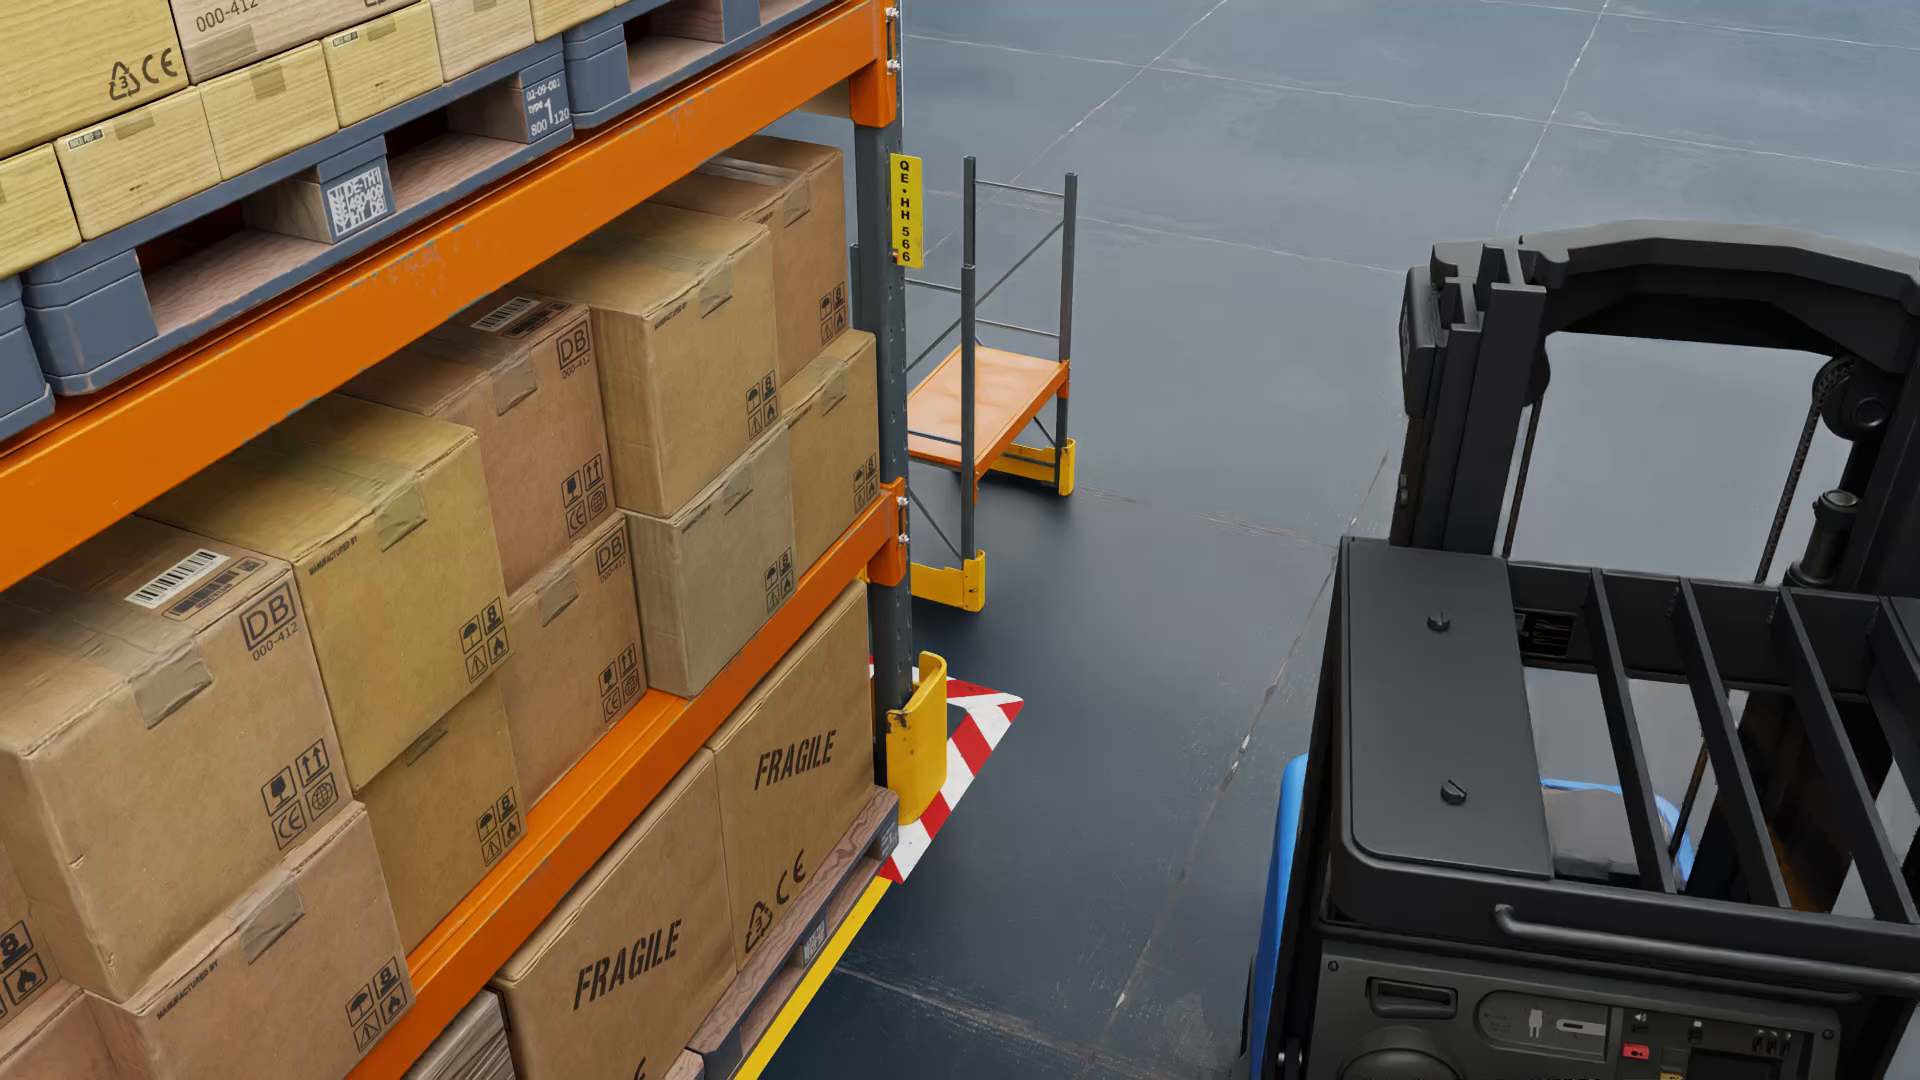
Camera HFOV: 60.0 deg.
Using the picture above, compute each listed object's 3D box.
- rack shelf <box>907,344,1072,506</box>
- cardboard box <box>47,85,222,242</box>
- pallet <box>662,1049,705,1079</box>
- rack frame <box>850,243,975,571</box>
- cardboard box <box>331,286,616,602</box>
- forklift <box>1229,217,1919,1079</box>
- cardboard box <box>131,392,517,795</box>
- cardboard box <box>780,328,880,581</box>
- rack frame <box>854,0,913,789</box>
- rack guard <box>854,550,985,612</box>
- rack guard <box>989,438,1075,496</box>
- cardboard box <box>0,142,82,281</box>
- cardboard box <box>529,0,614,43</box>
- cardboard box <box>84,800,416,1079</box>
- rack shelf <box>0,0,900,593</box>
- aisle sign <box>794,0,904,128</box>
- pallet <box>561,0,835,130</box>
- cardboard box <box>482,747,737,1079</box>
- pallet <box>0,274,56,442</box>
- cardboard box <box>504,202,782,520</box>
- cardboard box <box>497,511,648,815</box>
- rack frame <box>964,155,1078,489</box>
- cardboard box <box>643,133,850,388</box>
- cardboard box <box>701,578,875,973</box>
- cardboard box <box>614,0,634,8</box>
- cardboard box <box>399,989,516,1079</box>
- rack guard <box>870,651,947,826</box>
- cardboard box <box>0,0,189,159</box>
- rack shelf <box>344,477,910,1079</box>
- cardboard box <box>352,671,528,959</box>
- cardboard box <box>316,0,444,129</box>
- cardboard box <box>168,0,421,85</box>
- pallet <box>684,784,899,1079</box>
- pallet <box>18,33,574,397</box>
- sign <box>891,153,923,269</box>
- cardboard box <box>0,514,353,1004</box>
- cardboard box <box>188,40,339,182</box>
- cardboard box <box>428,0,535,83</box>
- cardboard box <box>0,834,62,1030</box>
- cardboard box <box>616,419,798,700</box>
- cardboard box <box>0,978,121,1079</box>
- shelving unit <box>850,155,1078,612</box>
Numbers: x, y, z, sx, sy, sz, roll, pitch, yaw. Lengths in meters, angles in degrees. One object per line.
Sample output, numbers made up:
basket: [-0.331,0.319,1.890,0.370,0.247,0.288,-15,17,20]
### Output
rack shelf: [0.036,-0.519,7.002,0.538,0.185,1.000,14,36,20]
cardboard box: [-1.319,-0.575,2.411,0.380,0.149,0.250,14,36,21]
pallet: [-1.413,1.725,4.427,1.003,0.211,1.213,14,36,20]
rack frame: [-0.177,-0.416,6.517,0.500,1.500,0.032,14,36,20]
cardboard box: [-1.332,-0.258,3.787,0.875,0.550,0.550,14,36,20]
forklift: [1.099,1.068,2.948,1.130,2.935,3.031,6,34,9]
cardboard box: [-1.436,0.035,3.339,0.875,0.550,0.500,14,36,20]
cardboard box: [-0.752,-0.330,4.881,0.875,0.550,0.550,14,36,20]
rack frame: [-0.638,-0.463,5.220,1.000,3.000,0.127,14,36,20]
rack guard: [-0.176,0.106,6.861,0.587,0.250,0.087,14,36,20]
rack guard: [0.240,-0.391,7.618,0.587,0.250,0.087,14,36,20]
cardboard box: [-1.426,-0.448,2.217,0.380,0.149,0.250,14,36,20]
cardboard box: [-0.895,-1.079,3.180,0.380,0.149,0.250,14,36,20]
cardboard box: [-1.626,0.759,3.220,0.875,0.550,0.550,14,36,20]
rack shelf: [-1.475,-0.420,3.076,1.077,0.370,4.000,14,36,20]
aisle sign: [-0.336,-1.516,4.456,0.394,0.787,0.004,14,36,20]
pallet: [-0.939,-1.308,3.855,1.003,0.211,1.213,14,36,20]
cardboard box: [-1.228,1.042,4.481,0.875,0.875,0.875,14,36,20]
pallet: [-1.960,-0.093,2.002,1.003,0.211,1.213,14,36,20]
cardboard box: [-0.975,-0.506,4.165,0.875,0.550,0.550,14,36,20]
cardboard box: [-1.311,0.199,4.075,0.875,0.550,0.550,14,36,20]
rack frame: [0.248,-0.923,7.290,0.500,1.500,0.032,14,36,20]
cardboard box: [-0.828,-0.801,4.615,0.875,0.550,0.550,14,36,20]
cardboard box: [-0.862,0.603,5.150,0.875,0.875,0.875,14,36,21]
cardboard box: [-0.789,-1.207,3.375,0.380,0.149,0.250,15,36,21]
cardboard box: [-1.611,1.495,3.789,0.875,0.875,0.875,14,36,21]
rack guard: [-0.628,0.571,5.924,1.175,0.500,0.348,14,36,20]
cardboard box: [-1.432,-0.686,2.217,0.500,0.250,0.500,14,36,20]
rack shelf: [-1.475,0.834,3.898,1.077,0.370,4.000,14,36,20]
cardboard box: [-1.495,0.472,3.658,0.875,0.550,0.500,14,36,20]
cardboard box: [-1.108,-0.827,2.795,0.380,0.149,0.250,15,36,21]
cardboard box: [-1.221,-0.939,2.602,0.500,0.250,0.500,15,36,21]
pallet: [-0.901,1.120,5.350,1.003,0.211,1.213,14,36,20]
pallet: [-1.448,-0.698,2.925,1.003,0.211,1.213,14,36,20]
sign: [-0.151,-0.915,4.637,0.100,0.325,0.005,14,36,20]
cardboard box: [-1.651,0.301,2.934,0.875,0.550,0.550,14,36,20]
cardboard box: [-1.214,-0.698,2.599,0.380,0.149,0.250,15,36,21]
cardboard box: [-1.001,-0.954,2.988,0.380,0.149,0.250,14,36,21]
cardboard box: [-2.001,0.539,2.571,0.875,0.550,0.550,14,36,20]
cardboard box: [-0.962,-0.051,4.456,0.875,0.550,0.550,14,36,20]
cardboard box: [-1.958,1.001,2.851,0.875,0.550,0.550,14,36,20]
shelving unit: [0.032,-0.665,6.897,0.587,1.500,1.083,14,36,20]
